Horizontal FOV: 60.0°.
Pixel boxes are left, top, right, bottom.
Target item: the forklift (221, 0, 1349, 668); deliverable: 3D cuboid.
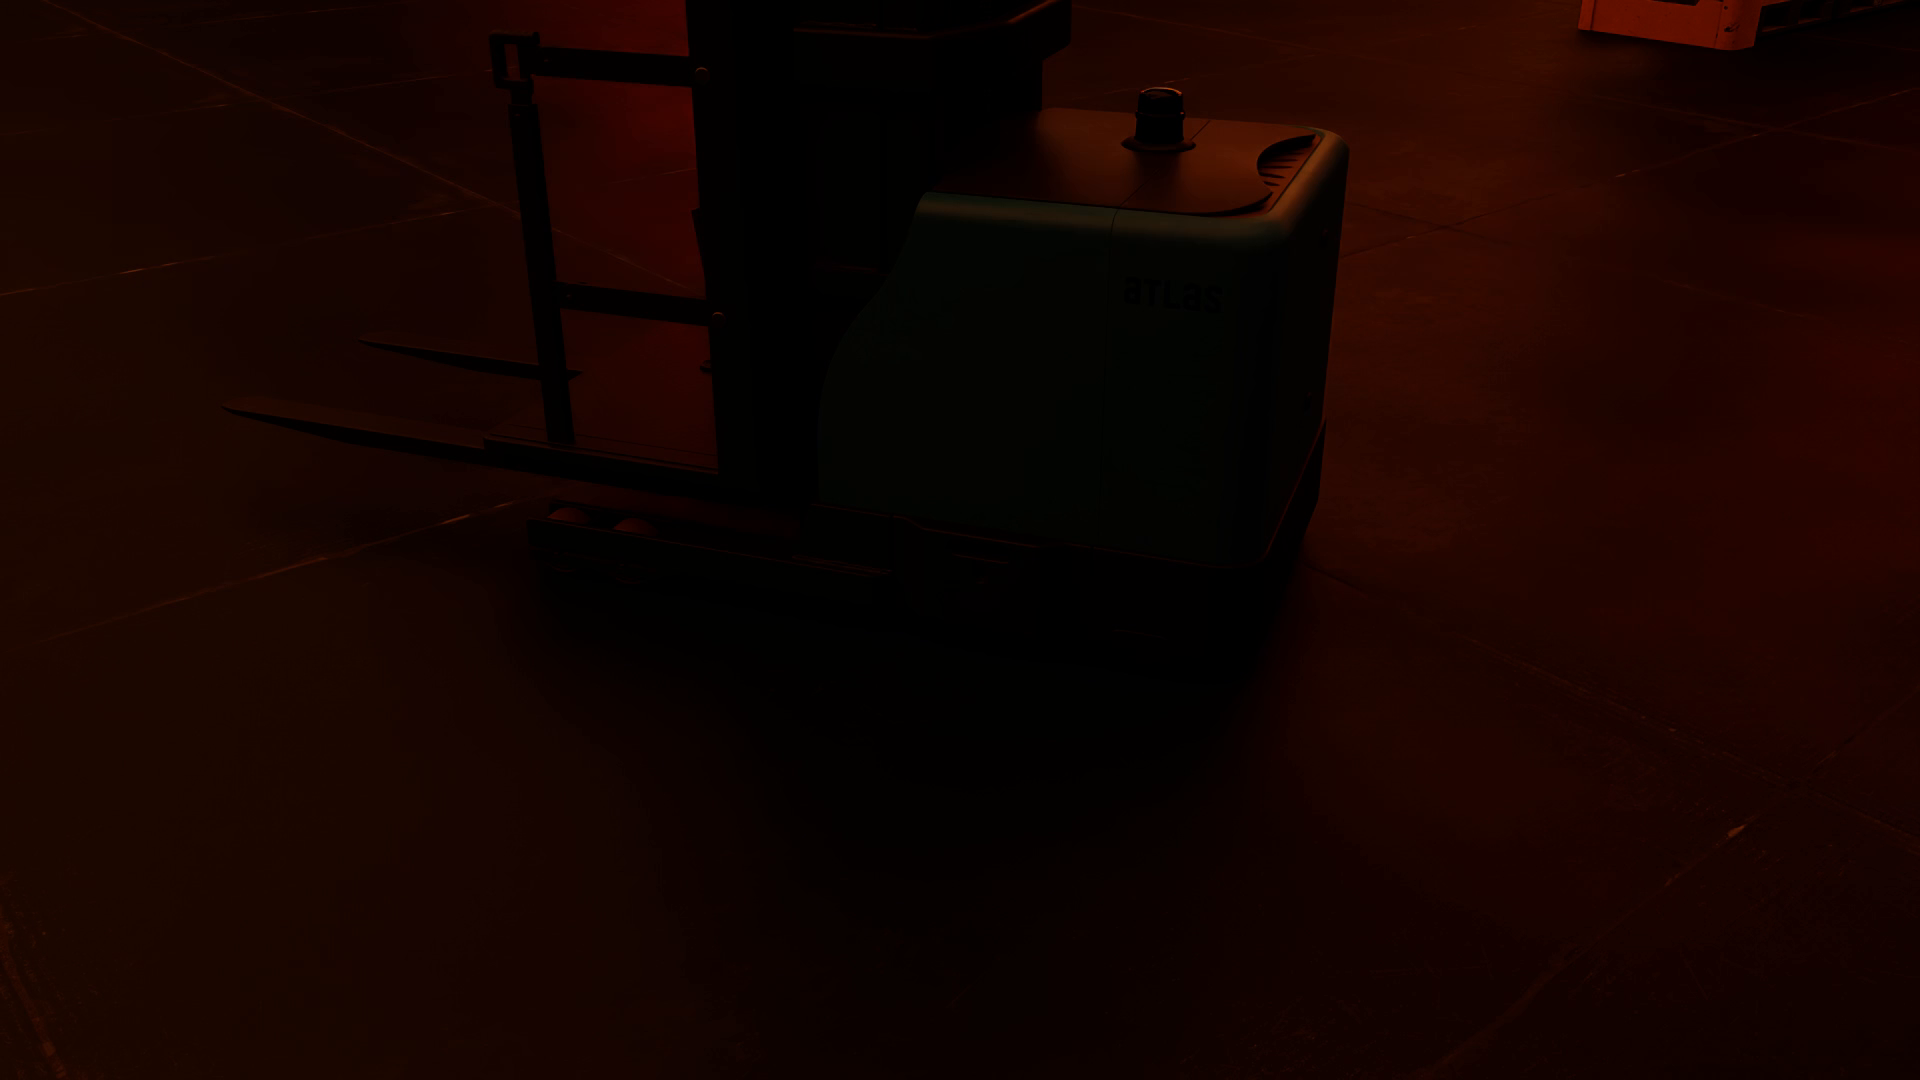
[{"bbox_3d":[-0.588,-1.408,4.041,3.031,2.935,1.130,9,28,18],"label":"forklift"}]
